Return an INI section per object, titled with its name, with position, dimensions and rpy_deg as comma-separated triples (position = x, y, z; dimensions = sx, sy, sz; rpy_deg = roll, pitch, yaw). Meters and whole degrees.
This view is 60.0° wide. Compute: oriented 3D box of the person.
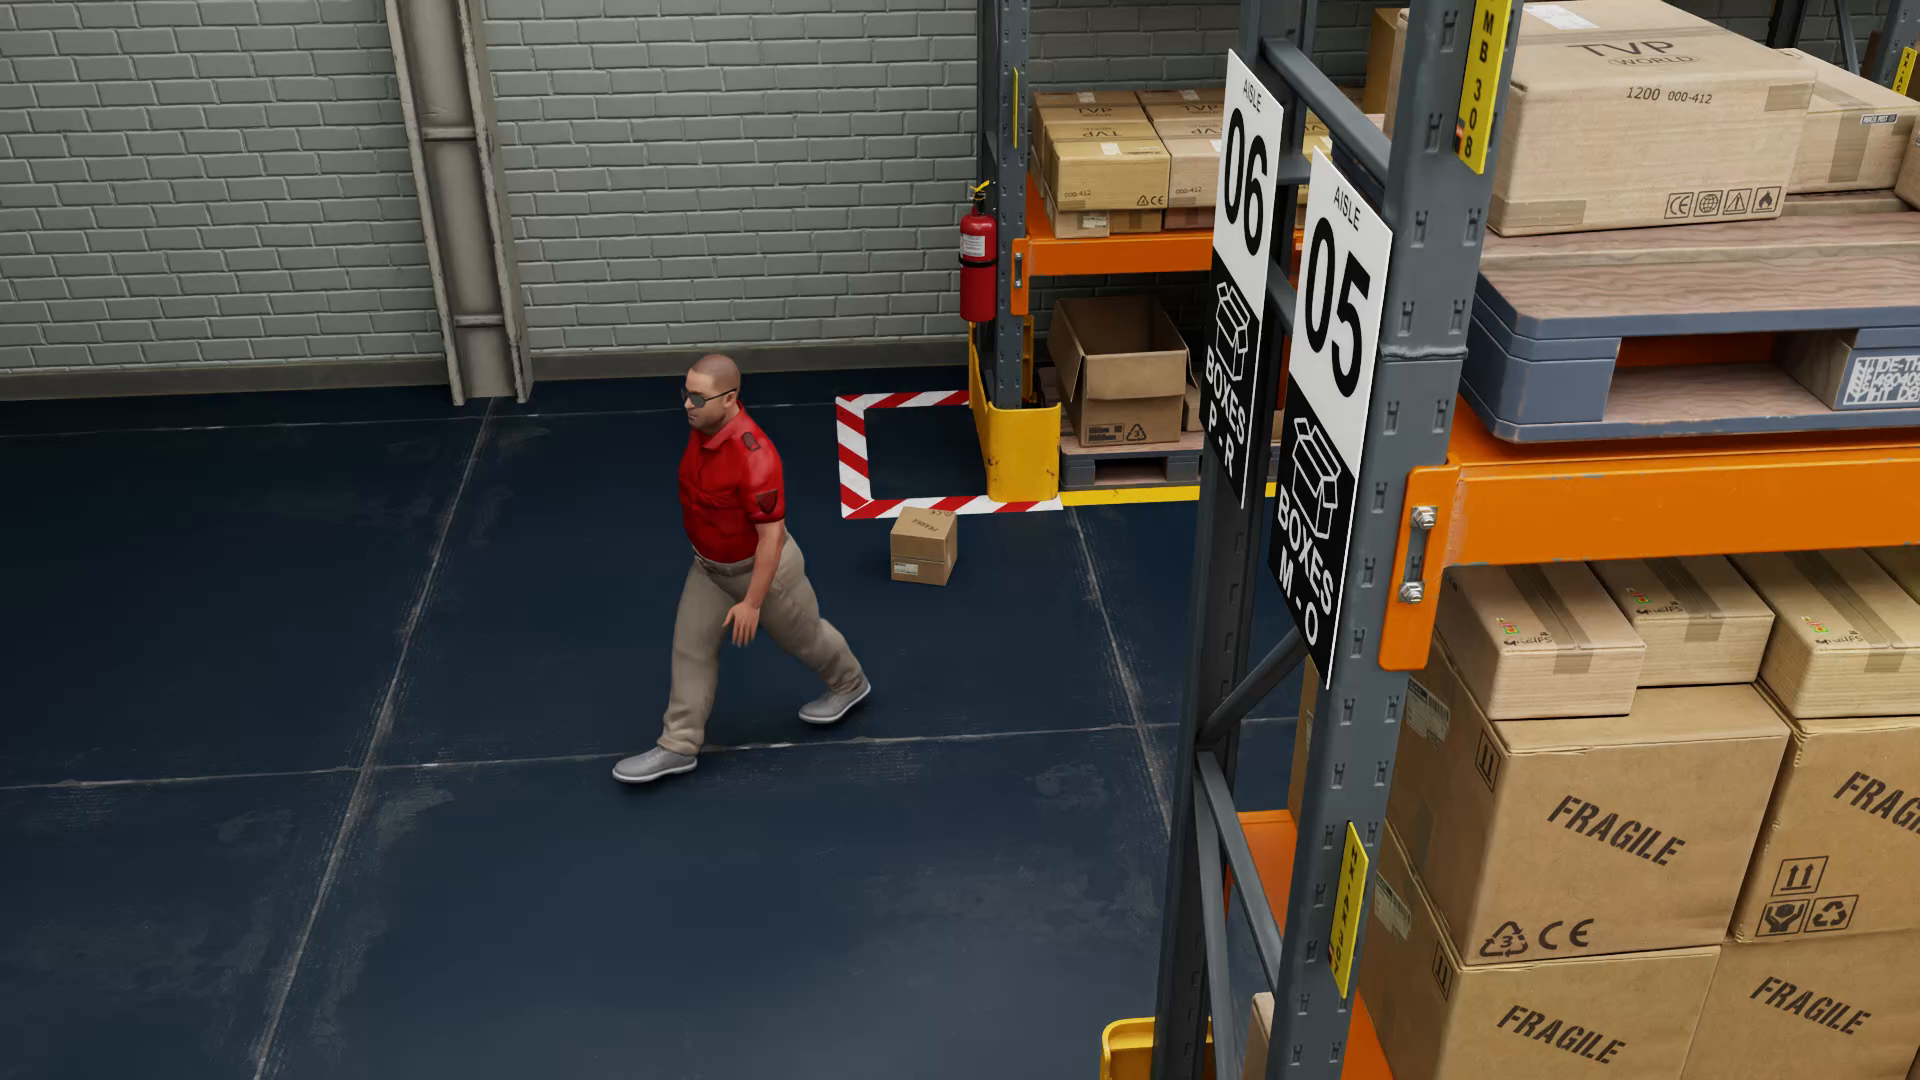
[person]
position = -0.799, 0.096, 6.000
dimensions = 1.063, 1.661, 0.569
rpy_deg = -25, 39, -35
